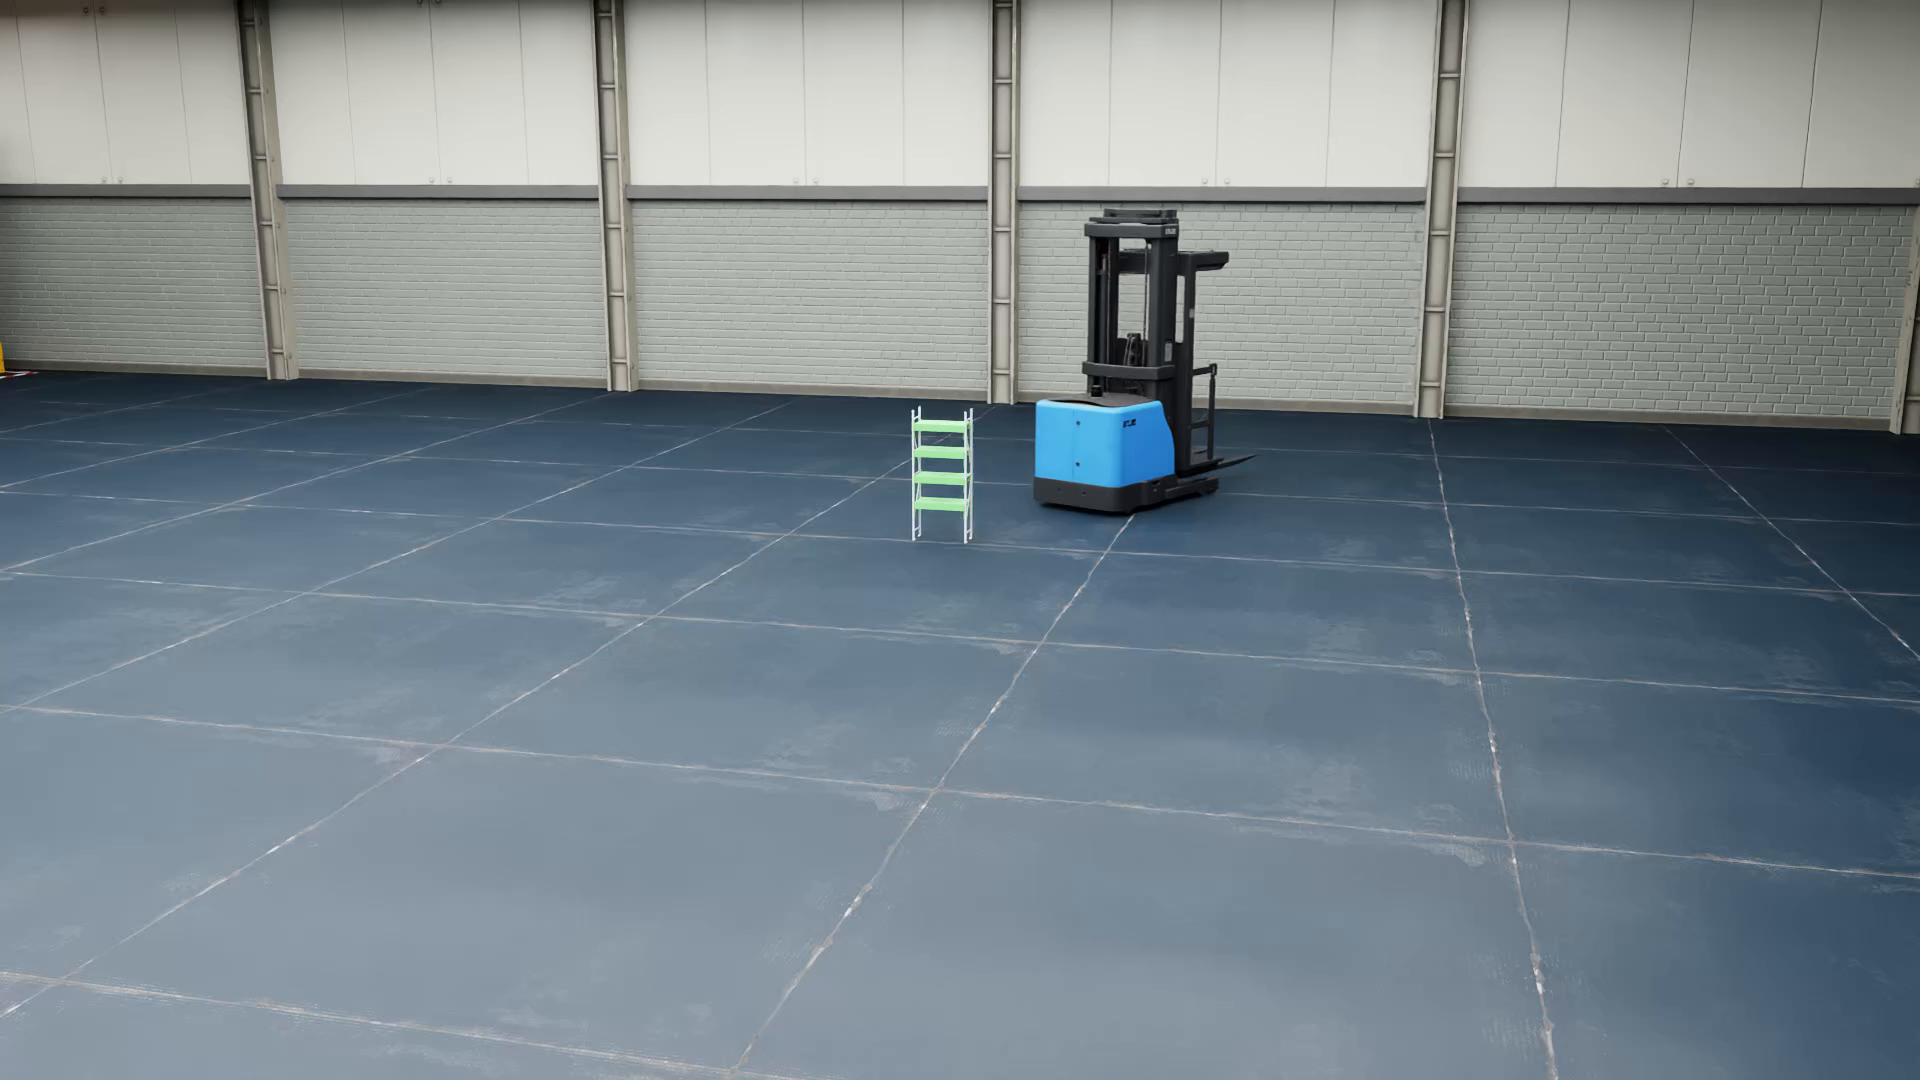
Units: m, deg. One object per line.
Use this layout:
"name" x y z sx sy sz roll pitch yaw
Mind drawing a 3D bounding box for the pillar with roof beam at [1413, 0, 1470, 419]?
"pillar with roof beam" 5.417 -5.187 17.855 0.400 9.000 9.100 3 13 14

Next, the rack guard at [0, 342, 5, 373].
"rack guard" -16.369 -2.962 27.447 0.348 0.500 1.175 3 13 14

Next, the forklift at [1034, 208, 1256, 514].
"forklift" 2.067 -1.950 17.271 1.130 2.935 3.031 10 16 38

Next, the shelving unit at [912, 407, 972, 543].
"shelving unit" -0.161 -0.594 15.159 0.503 1.200 0.258 3 13 14

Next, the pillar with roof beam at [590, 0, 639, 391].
"pillar with roof beam" -6.233 -5.810 20.662 0.400 9.000 9.100 3 13 14

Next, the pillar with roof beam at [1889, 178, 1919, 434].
"pillar with roof beam" 11.243 -4.876 16.452 0.400 9.000 9.100 3 13 14

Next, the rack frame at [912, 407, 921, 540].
"rack frame" -0.398 -0.607 15.216 0.015 1.200 0.240 3 13 14

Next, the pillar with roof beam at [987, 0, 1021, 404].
"pillar with roof beam" -0.408 -5.499 19.259 0.400 9.000 9.100 3 13 14

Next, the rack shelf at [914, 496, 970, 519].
"rack shelf" -0.161 -0.298 15.225 0.480 0.148 0.258 3 13 14

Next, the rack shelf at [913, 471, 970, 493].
"rack shelf" -0.161 -0.532 15.173 0.480 0.148 0.258 3 13 14

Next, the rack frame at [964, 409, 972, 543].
"rack frame" 0.076 -0.582 15.102 0.015 1.200 0.240 3 13 14

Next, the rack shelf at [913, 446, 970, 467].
"rack shelf" -0.161 -0.766 15.121 0.480 0.148 0.258 3 13 14

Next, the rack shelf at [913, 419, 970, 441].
"rack shelf" -0.161 -1.001 15.069 0.480 0.148 0.258 3 13 14

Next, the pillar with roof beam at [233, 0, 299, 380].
"pillar with roof beam" -12.058 -6.122 22.066 0.400 9.000 9.100 3 13 14
